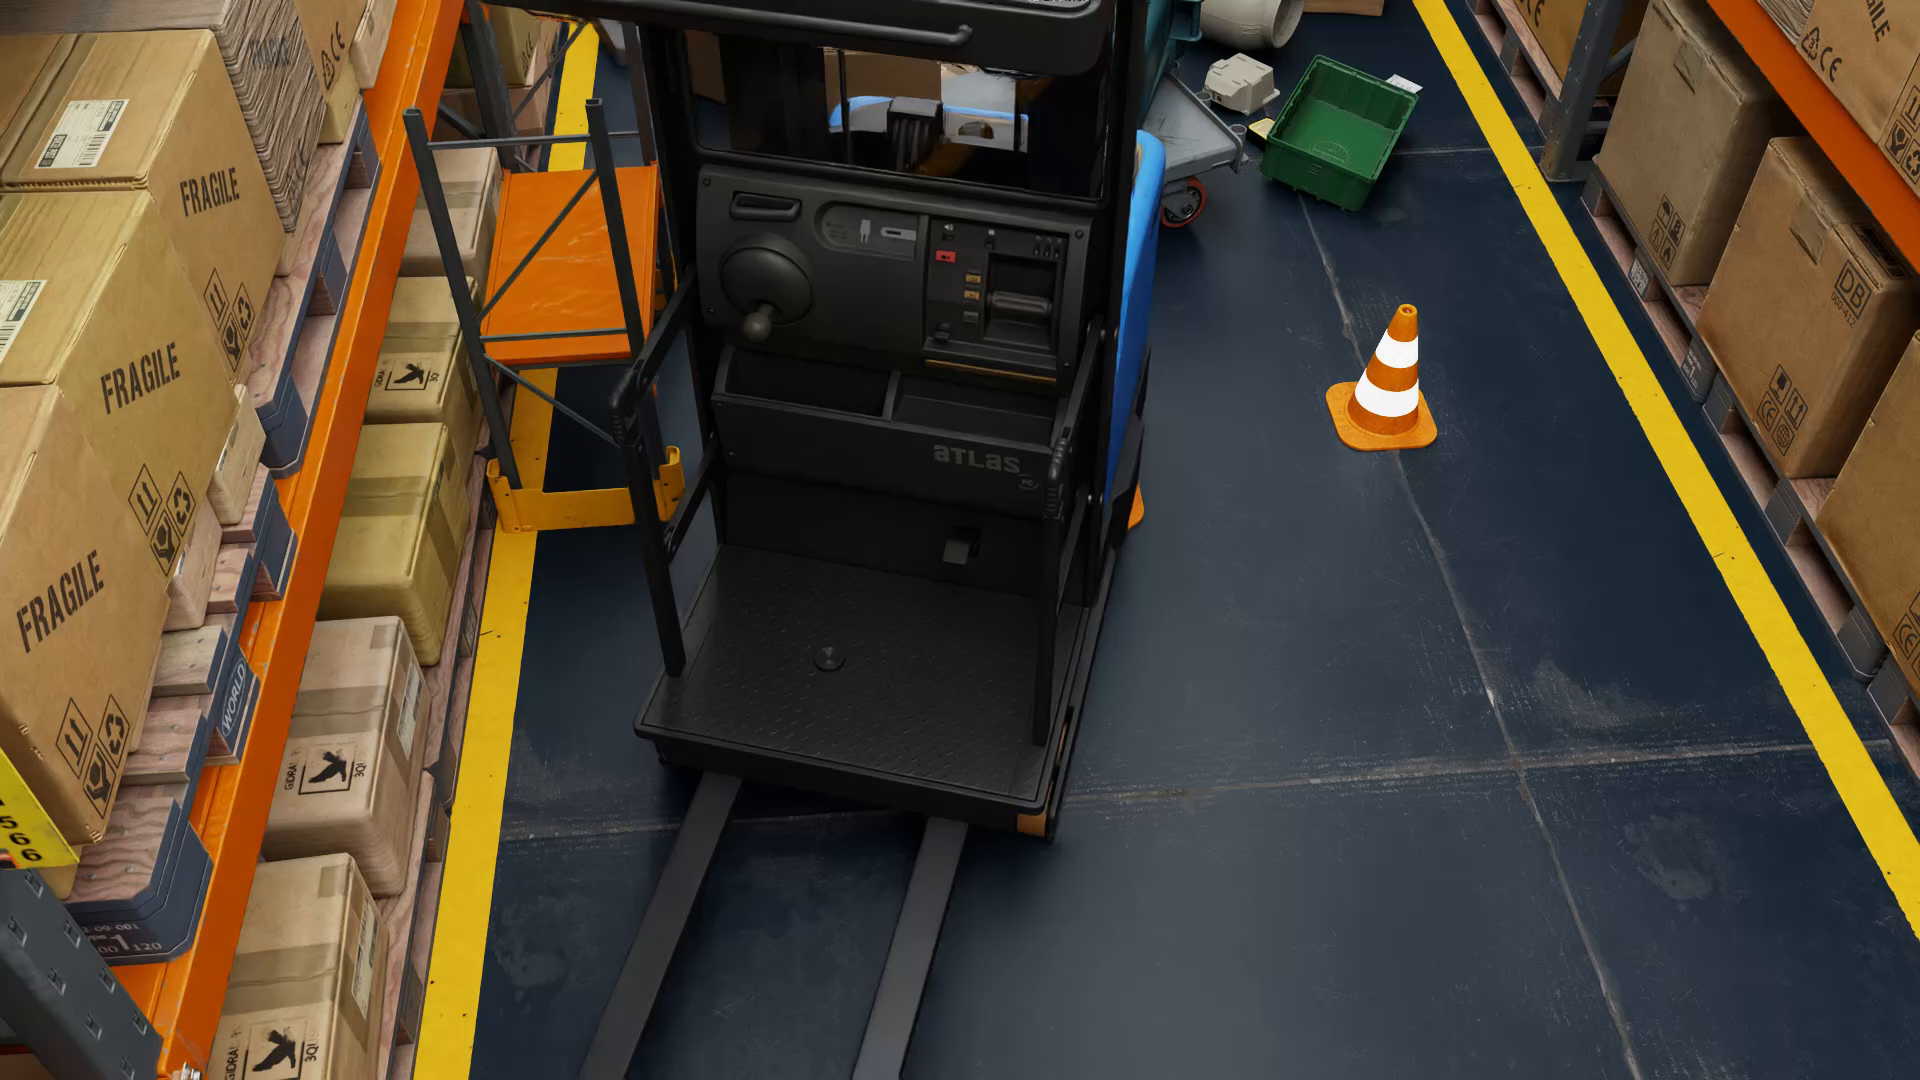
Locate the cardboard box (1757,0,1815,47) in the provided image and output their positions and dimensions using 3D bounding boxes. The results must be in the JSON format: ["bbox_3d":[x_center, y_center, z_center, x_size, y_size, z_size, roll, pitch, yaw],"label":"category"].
[{"bbox_3d":[2.639,-1.786,4.807,0.500,0.500,0.500,-3,47,-3],"label":"cardboard box"}]

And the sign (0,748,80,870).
[{"bbox_3d":[-1.217,0.320,2.084,0.100,0.325,0.005,-3,47,-3],"label":"sign"}]

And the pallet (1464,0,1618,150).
[{"bbox_3d":[2.834,-2.110,7.103,1.003,0.211,1.213,-3,47,-3],"label":"pallet"}]

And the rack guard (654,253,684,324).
[{"bbox_3d":[-1.260,-0.877,5.908,0.587,0.250,0.087,-4,47,-4],"label":"rack guard"}]

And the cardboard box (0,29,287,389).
[{"bbox_3d":[-1.678,-0.627,3.215,0.500,0.500,0.500,-3,47,-3],"label":"cardboard box"}]

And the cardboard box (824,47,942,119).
[{"bbox_3d":[-0.333,-1.671,5.967,0.500,0.500,0.500,-3,47,-3],"label":"cardboard box"}]

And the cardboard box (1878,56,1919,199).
[{"bbox_3d":[2.720,-1.057,4.116,0.500,0.500,0.500,-3,47,-3],"label":"cardboard box"}]

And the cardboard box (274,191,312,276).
[{"bbox_3d":[-1.698,-0.723,3.752,0.380,0.149,0.250,-2,47,-2],"label":"cardboard box"}]

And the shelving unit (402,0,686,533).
[{"bbox_3d":[-1.212,-0.947,5.113,0.587,1.500,1.083,-4,47,-4],"label":"shelving unit"}]

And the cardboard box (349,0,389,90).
[{"bbox_3d":[-1.699,-1.282,4.282,0.380,0.149,0.250,-3,47,-3],"label":"cardboard box"}]

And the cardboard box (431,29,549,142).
[{"bbox_3d":[-1.885,-1.782,6.477,0.500,0.250,0.500,-5,47,-5],"label":"cardboard box"}]

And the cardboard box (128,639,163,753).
[{"bbox_3d":[-1.601,0.243,2.838,0.380,0.149,0.250,-6,47,-6],"label":"cardboard box"}]

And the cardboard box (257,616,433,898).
[{"bbox_3d":[-1.876,0.570,4.164,0.950,0.372,0.625,-4,47,-4],"label":"cardboard box"}]

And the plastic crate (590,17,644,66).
[{"bbox_3d":[-1.418,-2.322,7.394,0.402,0.080,0.583,-19,49,-17],"label":"plastic crate"}]

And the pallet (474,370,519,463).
[{"bbox_3d":[-2.038,-0.618,5.690,1.003,0.211,1.213,-3,47,-3],"label":"pallet"}]

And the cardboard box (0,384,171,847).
[{"bbox_3d":[-1.576,0.133,2.495,0.500,0.500,0.500,-5,47,-4],"label":"cardboard box"}]

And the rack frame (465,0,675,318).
[{"bbox_3d":[-1.262,-1.320,5.468,0.500,1.500,0.032,-4,47,-4],"label":"rack frame"}]

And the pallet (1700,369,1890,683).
[{"bbox_3d":[3.065,-0.117,5.215,1.003,0.211,1.213,-3,47,-3],"label":"pallet"}]

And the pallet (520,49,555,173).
[{"bbox_3d":[-2.196,-1.665,6.681,1.003,0.211,1.213,-3,47,-3],"label":"pallet"}]

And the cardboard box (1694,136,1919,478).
[{"bbox_3d":[3.039,-0.743,5.148,1.050,0.750,0.750,-3,47,-3],"label":"cardboard box"}]

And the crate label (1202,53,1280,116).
[{"bbox_3d":[1.167,-1.916,6.970,0.298,0.136,0.250,-36,56,-29],"label":"crate label"}]

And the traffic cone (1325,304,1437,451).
[{"bbox_3d":[1.428,-0.580,5.480,0.336,0.463,0.334,-3,47,-3],"label":"traffic cone"}]

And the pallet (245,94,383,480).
[{"bbox_3d":[-1.976,-0.610,3.894,1.003,0.211,1.213,-3,47,-3],"label":"pallet"}]

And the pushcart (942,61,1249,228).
[{"bbox_3d":[0.164,-1.413,6.328,1.648,0.377,0.936,-19,49,-17],"label":"pushcart"}]

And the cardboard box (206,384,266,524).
[{"bbox_3d":[-1.581,-0.158,3.218,0.380,0.149,0.250,-3,47,-3],"label":"cardboard box"}]

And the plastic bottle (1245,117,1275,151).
[{"bbox_3d":[1.293,-1.612,6.734,0.133,0.061,0.283,-27,52,-23],"label":"plastic bottle"}]

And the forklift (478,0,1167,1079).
[{"bbox_3d":[-0.213,-0.521,3.725,1.130,2.935,3.031,10,47,9],"label":"forklift"}]

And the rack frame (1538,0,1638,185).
[{"bbox_3d":[2.820,-2.514,5.565,1.000,3.000,0.127,-3,47,-3],"label":"rack frame"}]

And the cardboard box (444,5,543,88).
[{"bbox_3d":[-1.885,-2.040,6.204,0.500,0.500,0.500,-1,47,-1],"label":"cardboard box"}]

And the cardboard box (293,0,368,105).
[{"bbox_3d":[-1.757,-1.368,3.917,0.500,0.500,0.500,-2,47,-2],"label":"cardboard box"}]

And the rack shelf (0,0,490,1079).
[{"bbox_3d":[-1.937,-0.446,4.102,1.077,0.370,4.000,-3,47,-3],"label":"rack shelf"}]

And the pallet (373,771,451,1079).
[{"bbox_3d":[-1.833,1.147,4.018,1.003,0.211,1.213,-3,47,-3],"label":"pallet"}]

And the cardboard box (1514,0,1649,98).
[{"bbox_3d":[2.837,-2.387,6.619,0.875,0.875,0.875,-3,47,-3],"label":"cardboard box"}]

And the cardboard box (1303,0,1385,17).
[{"bbox_3d":[1.667,-2.716,7.476,0.500,0.500,0.500,4,47,4],"label":"cardboard box"}]

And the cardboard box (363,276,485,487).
[{"bbox_3d":[-1.994,-0.482,5.161,0.950,0.372,0.625,-1,47,-1],"label":"cardboard box"}]
